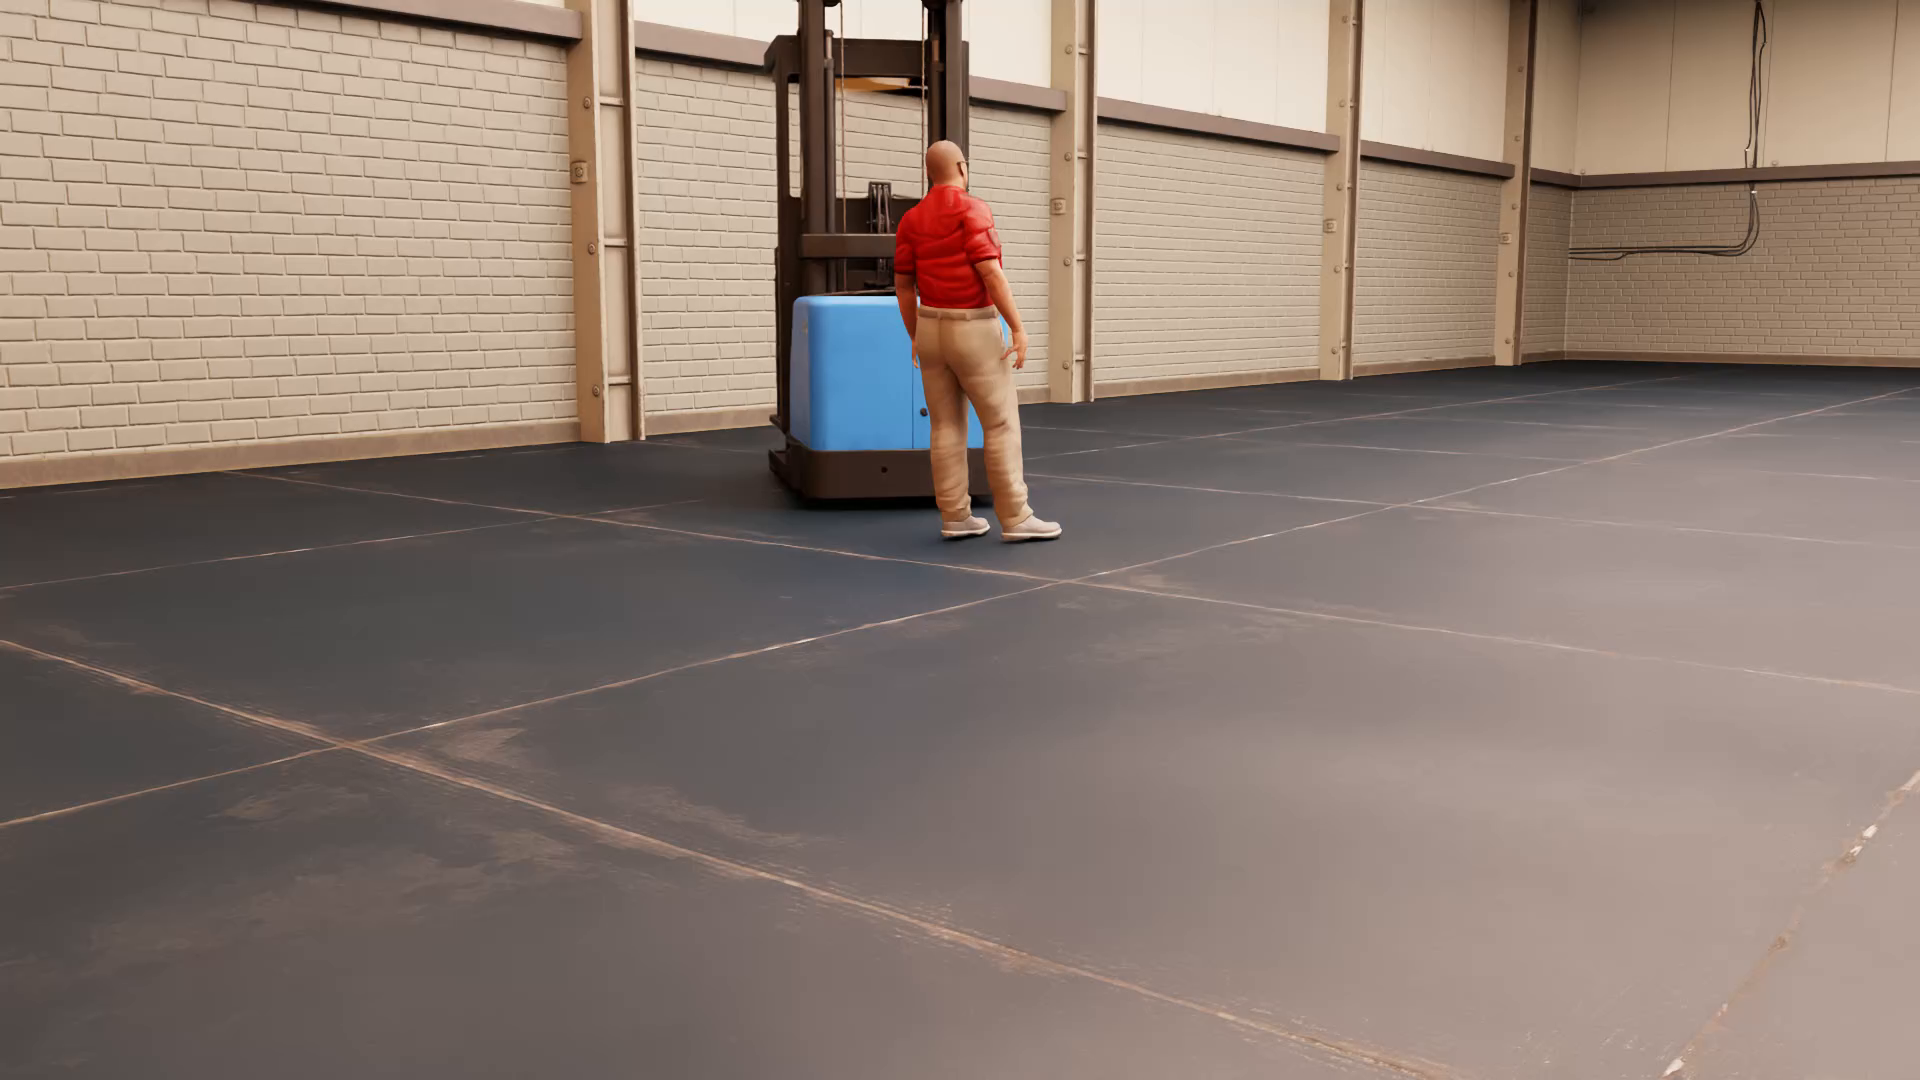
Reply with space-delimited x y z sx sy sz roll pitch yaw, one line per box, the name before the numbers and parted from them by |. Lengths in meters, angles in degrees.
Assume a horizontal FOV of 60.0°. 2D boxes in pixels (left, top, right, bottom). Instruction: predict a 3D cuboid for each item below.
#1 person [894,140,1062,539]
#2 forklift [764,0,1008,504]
person | 0.066 -0.871 7.340 0.640 1.727 0.551 7 11 38
forklift | -0.539 -1.812 9.663 1.130 2.935 3.031 -2 8 -12
